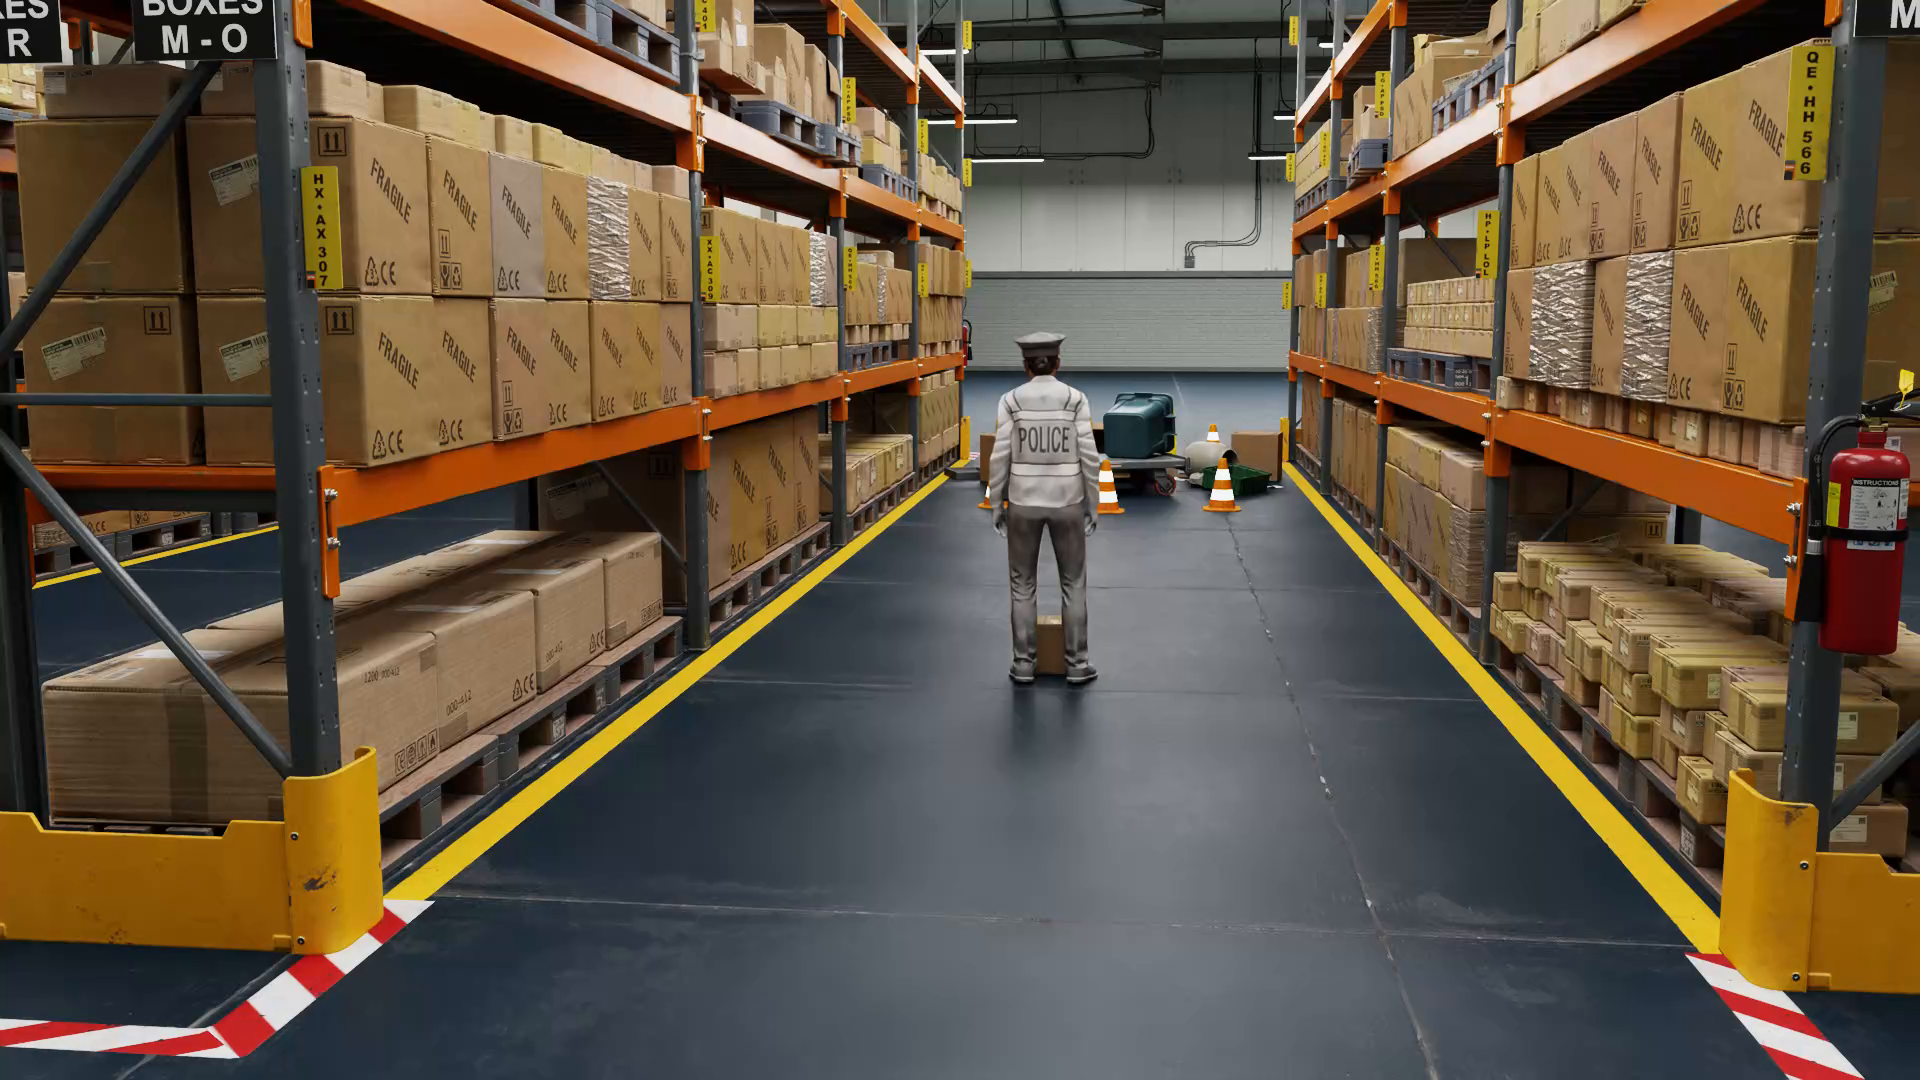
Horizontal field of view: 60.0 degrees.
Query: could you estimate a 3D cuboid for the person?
[{"bbox_3d":[0.401,-0.149,7.895,0.531,1.662,0.375,0,8,3],"label":"person"}]
